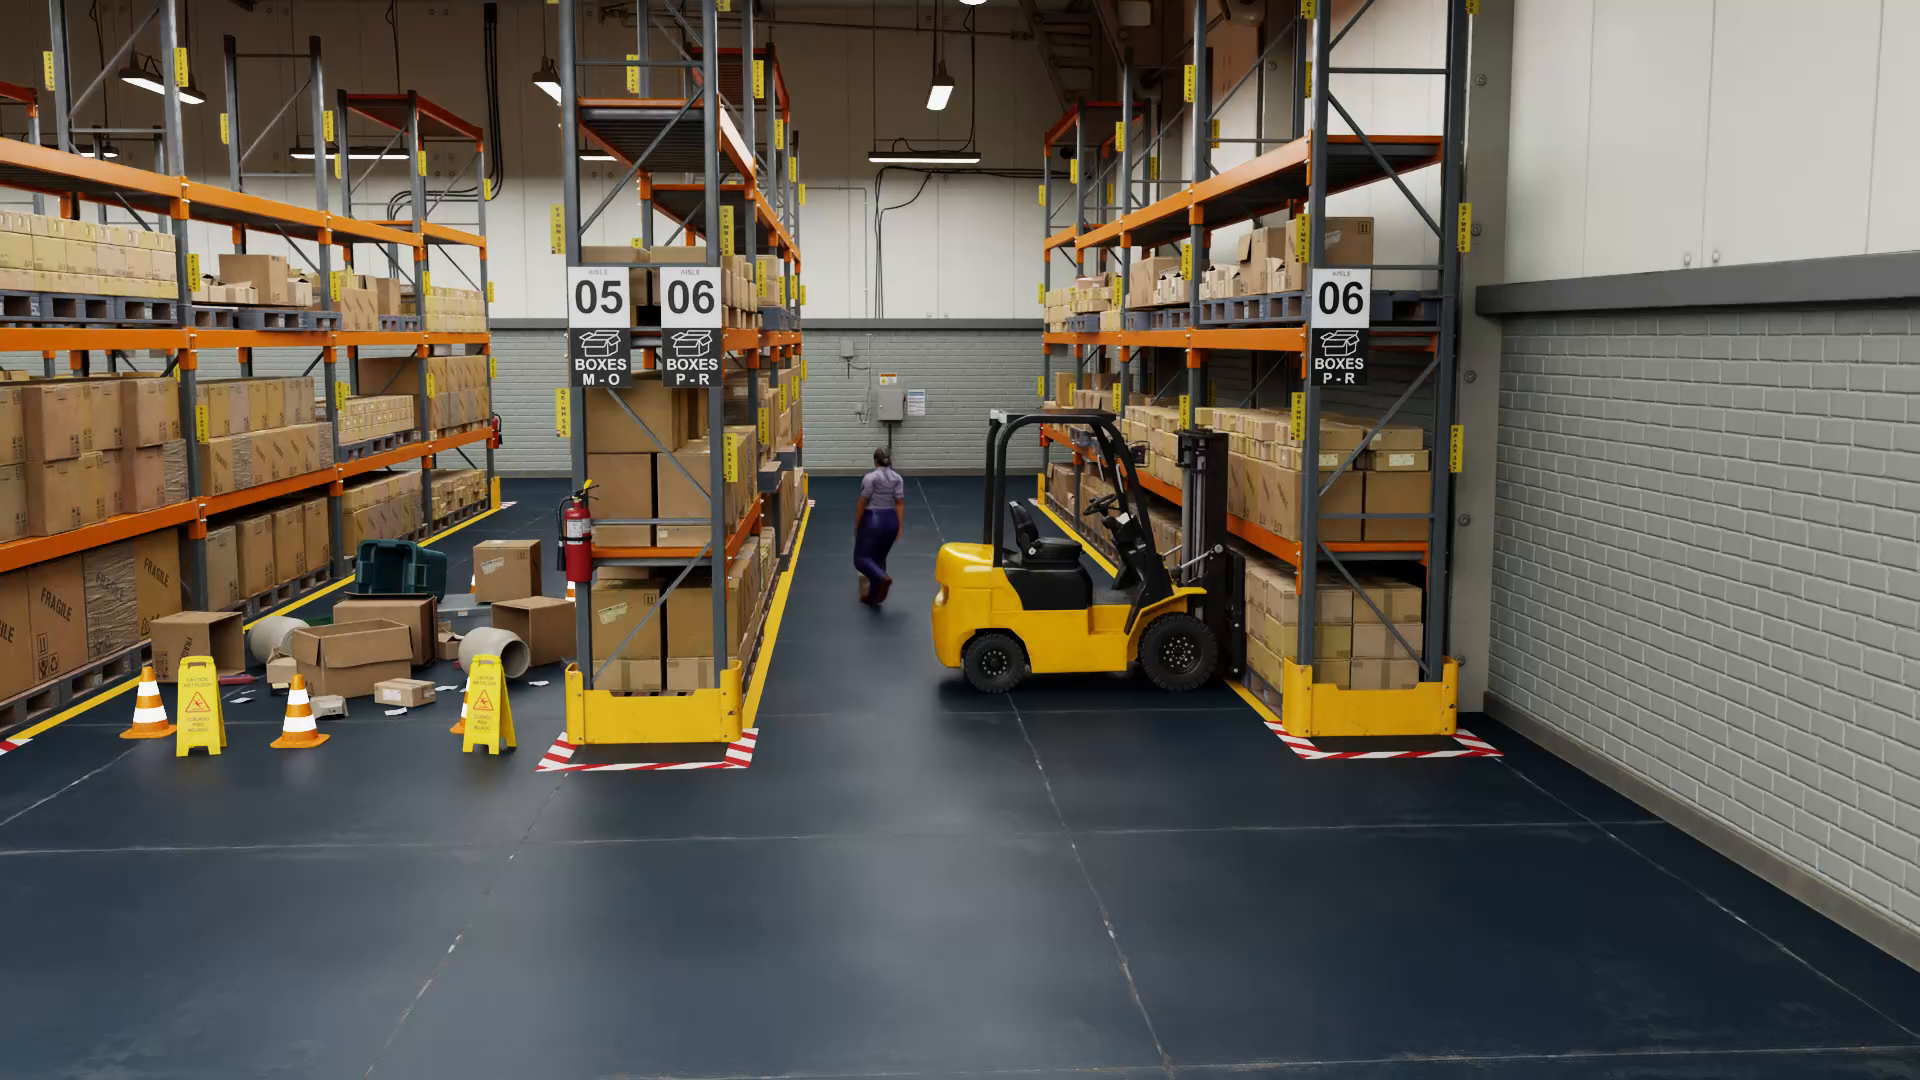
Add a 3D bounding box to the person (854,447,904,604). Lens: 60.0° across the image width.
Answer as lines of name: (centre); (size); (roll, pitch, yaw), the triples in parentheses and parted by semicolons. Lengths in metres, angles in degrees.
person: (-0.816, -0.127, 16.922); (0.509, 1.614, 0.774); (-5, 9, -36)
